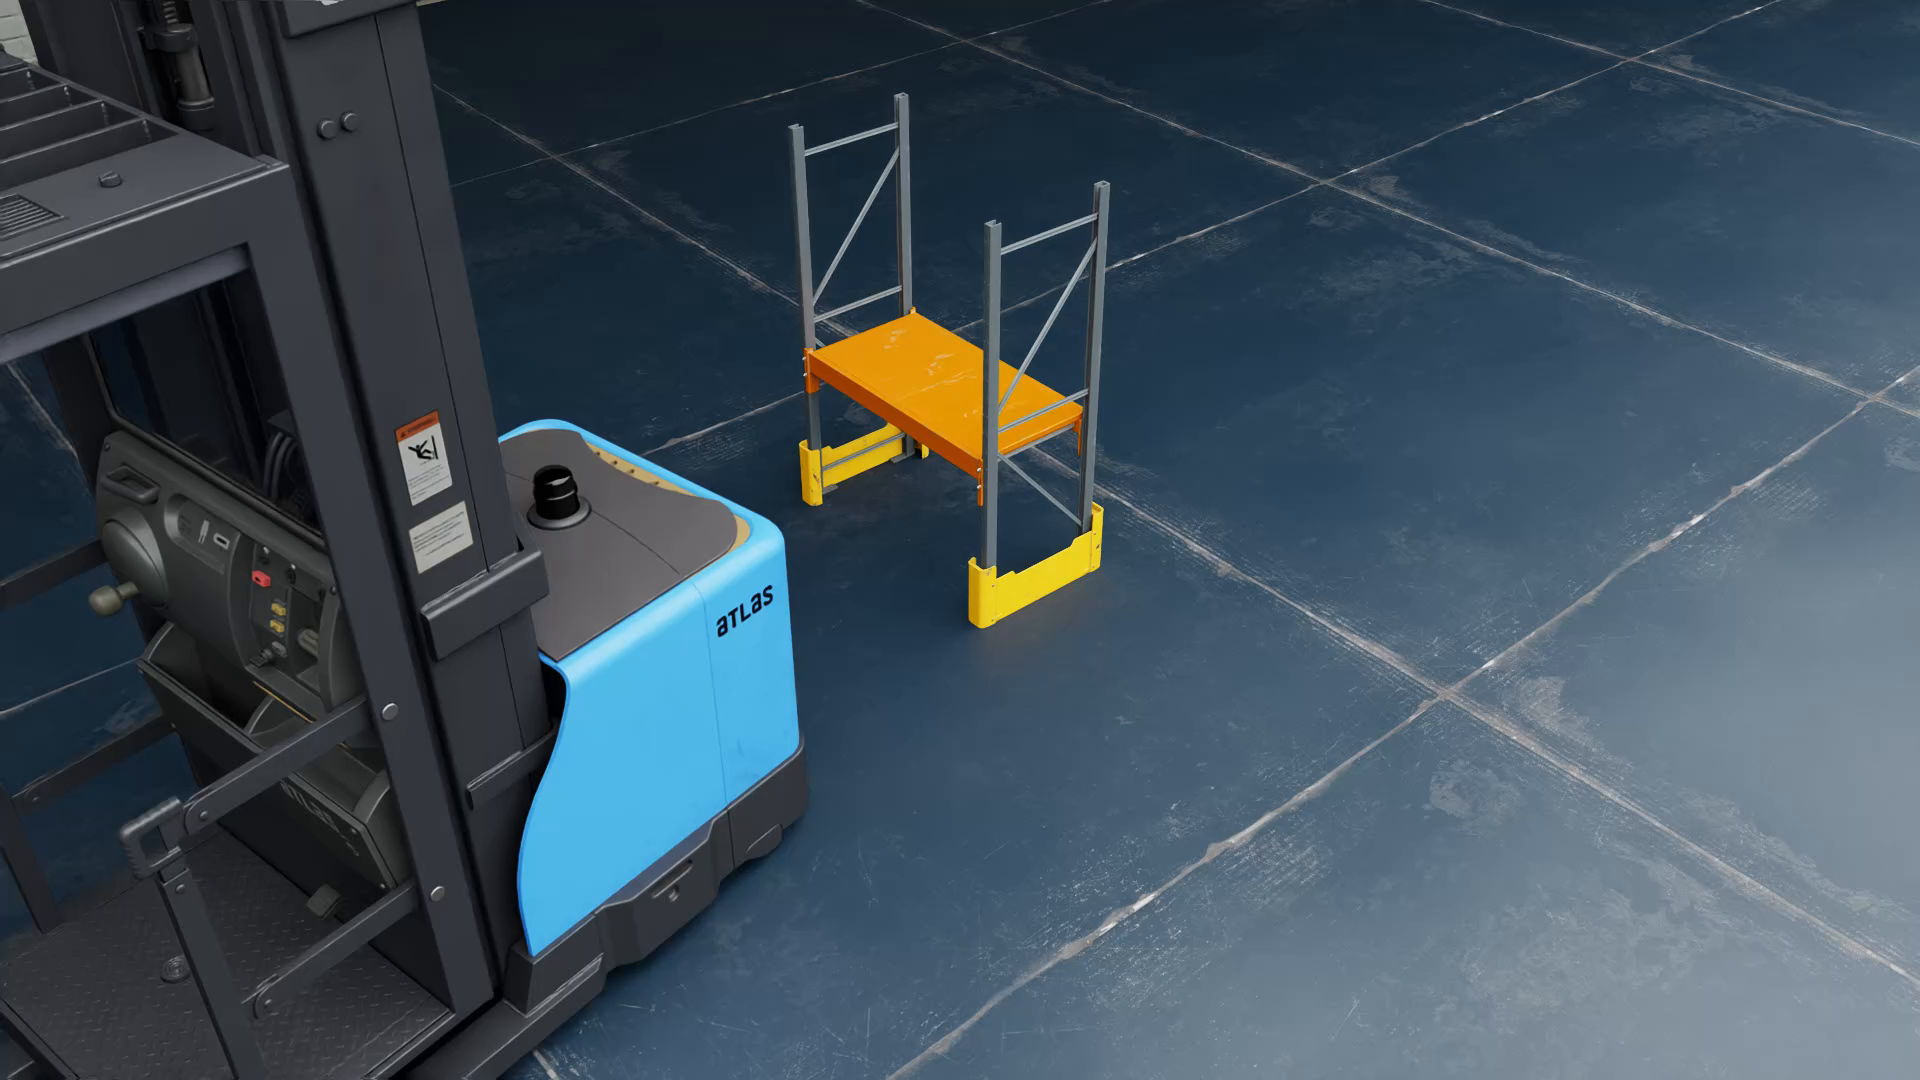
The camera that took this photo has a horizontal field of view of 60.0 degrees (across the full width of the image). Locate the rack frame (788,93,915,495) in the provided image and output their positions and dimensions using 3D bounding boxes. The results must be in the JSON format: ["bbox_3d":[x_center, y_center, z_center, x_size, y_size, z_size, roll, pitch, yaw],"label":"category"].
[{"bbox_3d":[-0.383,-0.874,6.187,0.500,1.500,0.032,-26,43,-32],"label":"rack frame"}]

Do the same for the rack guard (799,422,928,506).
[{"bbox_3d":[-0.371,-0.356,6.536,0.587,0.250,0.087,-26,43,-32],"label":"rack guard"}]

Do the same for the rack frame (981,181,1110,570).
[{"bbox_3d":[0.273,-0.425,5.553,0.500,1.500,0.032,-26,43,-32],"label":"rack frame"}]

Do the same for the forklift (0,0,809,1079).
[{"bbox_3d":[-1.765,0.138,3.520,1.130,2.935,3.031,25,42,30],"label":"forklift"}]

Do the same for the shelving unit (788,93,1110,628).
[{"bbox_3d":[-0.049,-0.646,5.864,0.587,1.500,1.083,-26,43,-32],"label":"shelving unit"}]

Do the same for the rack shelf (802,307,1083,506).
[{"bbox_3d":[-0.055,-0.503,5.974,0.538,0.185,1.000,-26,43,-32],"label":"rack shelf"}]

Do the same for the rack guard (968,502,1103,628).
[{"bbox_3d":[0.272,0.084,5.915,0.587,0.250,0.087,-26,43,-32],"label":"rack guard"}]
